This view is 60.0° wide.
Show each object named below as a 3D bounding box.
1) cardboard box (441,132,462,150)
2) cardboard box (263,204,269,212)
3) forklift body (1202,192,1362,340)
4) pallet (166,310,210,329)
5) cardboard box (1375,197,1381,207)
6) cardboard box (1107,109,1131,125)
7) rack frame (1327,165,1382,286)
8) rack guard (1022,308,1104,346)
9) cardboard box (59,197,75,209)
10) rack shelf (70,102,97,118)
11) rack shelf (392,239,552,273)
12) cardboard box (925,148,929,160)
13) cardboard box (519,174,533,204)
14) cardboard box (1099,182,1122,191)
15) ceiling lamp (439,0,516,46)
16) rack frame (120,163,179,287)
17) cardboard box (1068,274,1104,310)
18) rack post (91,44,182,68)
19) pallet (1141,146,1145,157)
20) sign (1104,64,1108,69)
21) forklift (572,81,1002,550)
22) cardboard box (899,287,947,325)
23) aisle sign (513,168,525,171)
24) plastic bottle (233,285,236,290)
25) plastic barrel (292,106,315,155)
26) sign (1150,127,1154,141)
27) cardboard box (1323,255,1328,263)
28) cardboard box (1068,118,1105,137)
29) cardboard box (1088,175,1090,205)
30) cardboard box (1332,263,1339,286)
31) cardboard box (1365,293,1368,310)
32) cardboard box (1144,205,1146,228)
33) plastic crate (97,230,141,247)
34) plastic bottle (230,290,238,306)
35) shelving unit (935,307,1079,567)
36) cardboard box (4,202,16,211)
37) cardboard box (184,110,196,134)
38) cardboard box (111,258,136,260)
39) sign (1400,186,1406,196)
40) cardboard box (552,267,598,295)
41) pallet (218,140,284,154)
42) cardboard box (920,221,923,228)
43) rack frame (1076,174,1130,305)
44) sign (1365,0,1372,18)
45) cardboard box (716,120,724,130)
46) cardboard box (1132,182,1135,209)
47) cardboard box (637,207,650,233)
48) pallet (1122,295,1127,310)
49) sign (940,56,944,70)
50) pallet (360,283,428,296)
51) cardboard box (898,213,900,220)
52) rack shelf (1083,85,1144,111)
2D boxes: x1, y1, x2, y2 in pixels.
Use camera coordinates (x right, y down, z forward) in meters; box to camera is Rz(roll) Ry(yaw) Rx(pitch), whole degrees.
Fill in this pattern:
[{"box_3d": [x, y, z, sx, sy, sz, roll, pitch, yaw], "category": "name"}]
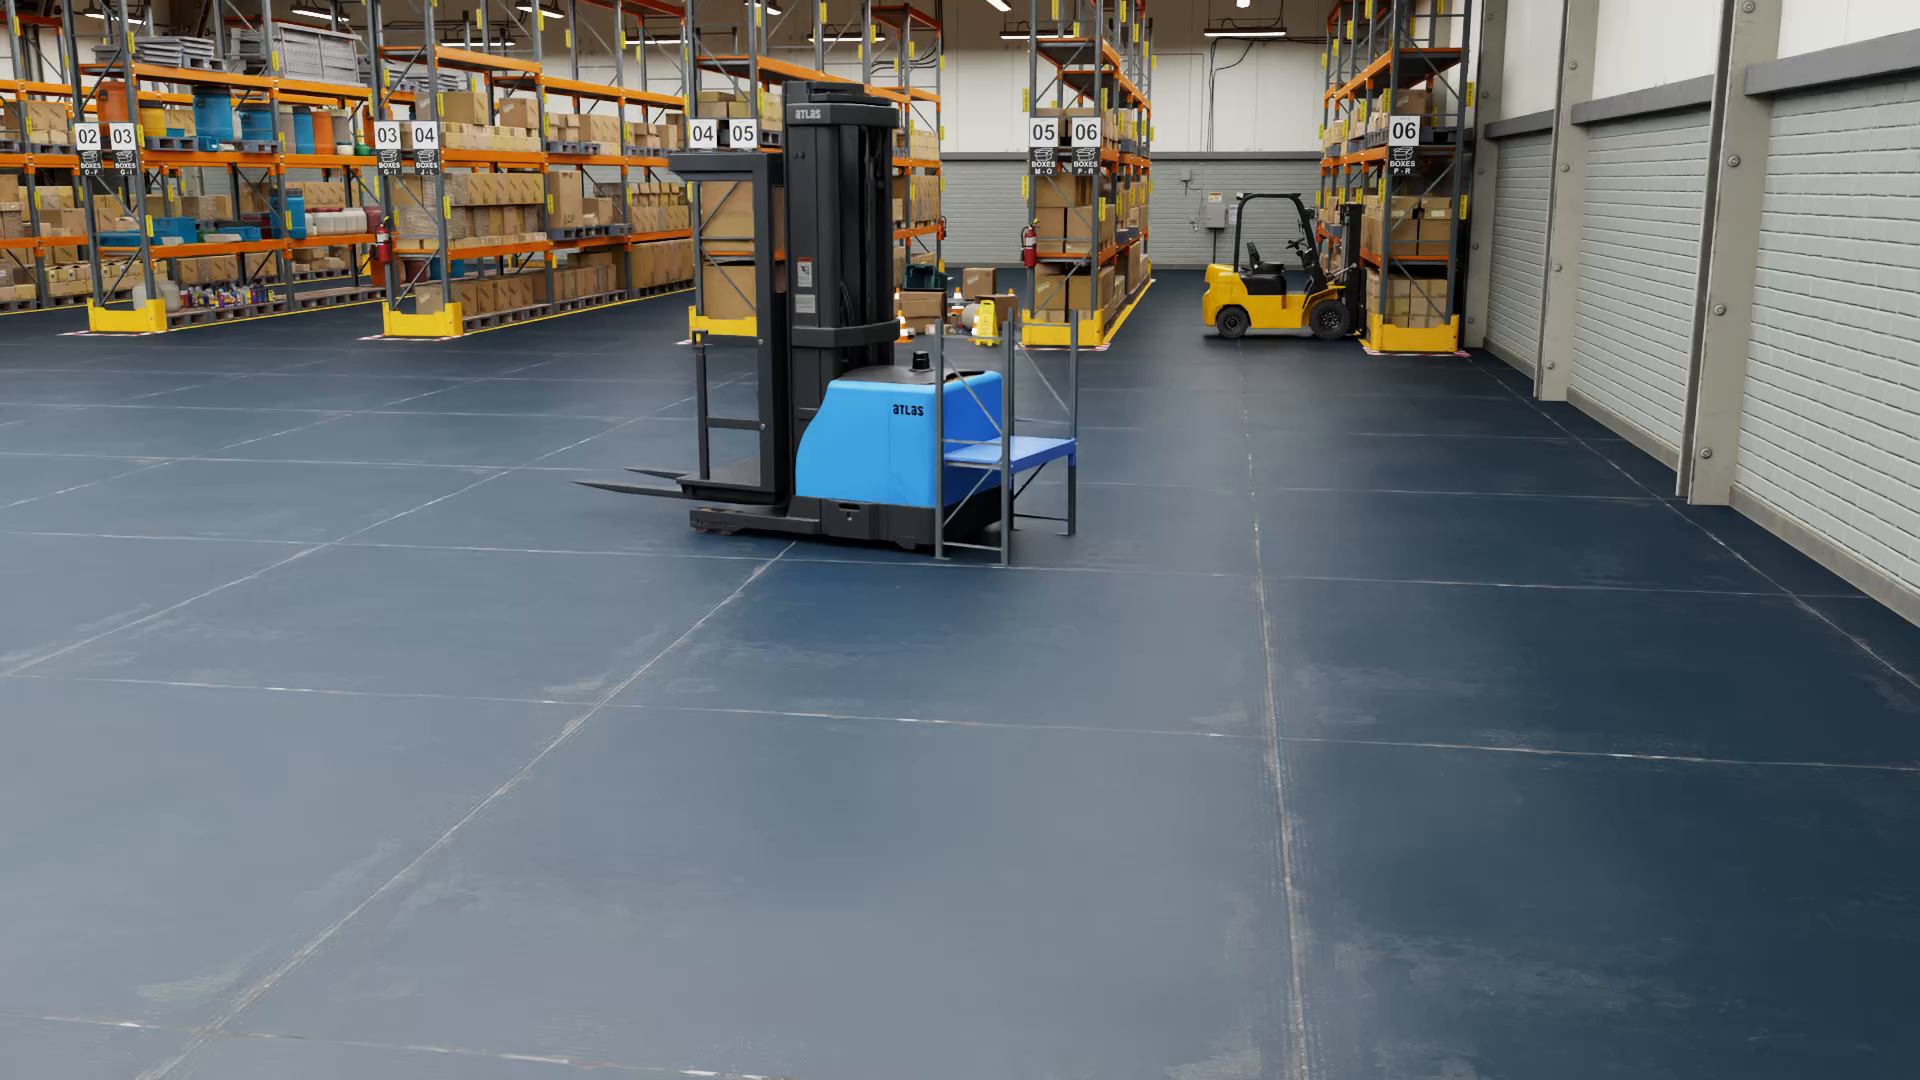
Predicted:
[{"box_3d": [-7.980, -6.113, 25.476, 0.500, 0.250, 0.500, 2, 12, 10], "category": "cardboard box"}, {"box_3d": [-15.905, -7.594, 38.874, 0.500, 0.500, 0.500, 2, 12, 10], "category": "cardboard box"}, {"box_3d": [4.876, -4.186, 25.312, 2.313, 2.155, 1.214, 2, 12, 9], "category": "forklift body"}, {"box_3d": [-13.108, -3.612, 27.252, 1.003, 0.211, 1.213, 2, 12, 9], "category": "pallet"}, {"box_3d": [6.297, -4.955, 24.382, 0.380, 0.149, 0.250, 2, 12, 10], "category": "cardboard box"}, {"box_3d": [2.650, -7.195, 28.313, 0.500, 0.250, 0.500, 2, 12, 7], "category": "cardboard box"}, {"box_3d": [8.233, -6.645, 34.708, 1.000, 3.000, 0.127, 2, 12, 9], "category": "rack frame"}, {"box_3d": [1.494, -3.101, 24.196, 1.175, 0.500, 0.348, 2, 12, 9], "category": "rack guard"}, {"box_3d": [-20.969, -7.708, 38.647, 0.500, 0.500, 0.500, 2, 12, 8], "category": "cardboard box"}, {"box_3d": [-20.840, -10.410, 40.592, 1.077, 0.370, 4.000, 2, 12, 9], "category": "rack shelf"}, {"box_3d": [-8.002, -4.693, 27.357, 1.077, 0.370, 4.000, 2, 12, 9], "category": "rack shelf"}, {"box_3d": [-0.995, -8.746, 37.694, 0.500, 0.250, 0.500, 2, 12, 11], "category": "cardboard box"}, {"box_3d": [-7.568, -5.937, 28.107, 0.500, 0.500, 0.500, 2, 12, 9], "category": "cardboard box"}, {"box_3d": [2.519, -5.943, 27.970, 0.380, 0.149, 0.250, 2, 12, 8], "category": "cardboard box"}, {"box_3d": [-12.753, -14.544, 43.263, 2.000, 3.185, 0.800, 2, 12, 9], "category": "ceiling lamp"}, {"box_3d": [-16.867, -6.615, 34.570, 1.000, 3.000, 0.127, 2, 12, 9], "category": "rack frame"}, {"box_3d": [1.883, -3.699, 24.787, 0.500, 0.500, 0.500, 1, 12, 7], "category": "cardboard box"}, {"box_3d": [-12.962, -7.630, 26.226, 0.937, 0.300, 0.954, 3, 13, 15], "category": "rack post"}, {"box_3d": [3.464, -8.398, 35.933, 1.003, 0.211, 1.213, 2, 12, 9], "category": "pallet"}, {"box_3d": [3.396, -11.124, 38.657, 0.100, 0.325, 0.005, 2, 12, 9], "category": "sign"}, {"box_3d": [-1.263, -1.559, 11.269, 3.031, 2.935, 1.130, 6, 13, 25], "category": "forklift"}, {"box_3d": [-0.614, -3.796, 27.090, 0.797, 0.637, 0.503, 2, 12, 9], "category": "cardboard box"}, {"box_3d": [-11.026, -9.415, 41.389, 0.394, 0.787, 0.004, 2, 12, 9], "category": "aisle sign"}, {"box_3d": [-13.071, -4.451, 29.957, 0.097, 0.271, 0.097, 0, 12, 0], "category": "plastic bottle"}, {"box_3d": [-12.524, -7.718, 31.376, 0.600, 0.901, 0.708, 2, 12, 9], "category": "plastic barrel"}, {"box_3d": [4.477, -9.478, 38.818, 0.100, 0.325, 0.005, 2, 12, 9], "category": "sign"}, {"box_3d": [8.310, -6.053, 36.899, 0.500, 0.500, 0.500, 2, 12, 10], "category": "cardboard box"}, {"box_3d": [1.823, -5.942, 23.974, 0.500, 0.250, 0.500, 2, 12, 8], "category": "cardboard box"}, {"box_3d": [1.715, -5.633, 26.694, 0.700, 0.500, 0.500, 2, 12, 9], "category": "cardboard box"}, {"box_3d": [7.783, -5.320, 33.496, 0.500, 0.500, 0.500, 2, 12, 7], "category": "cardboard box"}, {"box_3d": [6.300, -3.576, 24.811, 0.500, 0.250, 0.500, 2, 12, 7], "category": "cardboard box"}, {"box_3d": [3.902, -7.258, 37.316, 0.500, 0.500, 0.500, 2, 12, 10], "category": "cardboard box"}, {"box_3d": [-13.423, -4.830, 26.638, 0.499, 0.251, 0.616, 2, 12, 9], "category": "plastic crate"}, {"box_3d": [-12.518, -4.172, 28.663, 0.097, 0.271, 0.097, 0, 12, 0], "category": "plastic bottle"}, {"box_3d": [0.309, -0.688, 10.626, 0.538, 1.500, 1.048, 6, 14, 27], "category": "shelving unit"}, {"box_3d": [-17.353, -6.034, 30.094, 0.380, 0.149, 0.250, 2, 12, 7], "category": "cardboard box"}, {"box_3d": [-16.637, -8.922, 35.544, 0.500, 0.500, 0.500, 2, 12, 9], "category": "cardboard box"}, {"box_3d": [-17.238, -5.651, 34.294, 0.500, 0.311, 0.500, 2, 12, 11], "category": "cardboard box"}, {"box_3d": [8.167, -6.361, 30.642, 0.100, 0.325, 0.005, 2, 12, 9], "category": "sign"}, {"box_3d": [-7.316, -4.913, 31.557, 0.700, 0.500, 0.500, 3, 13, 13], "category": "cardboard box"}, {"box_3d": [-12.603, -6.842, 28.950, 1.213, 0.211, 1.003, 2, 12, 9], "category": "pallet"}, {"box_3d": [-1.058, -7.146, 37.627, 0.380, 0.149, 0.250, 2, 12, 11], "category": "cardboard box"}, {"box_3d": [2.713, -5.973, 31.587, 1.000, 3.000, 0.127, 2, 12, 9], "category": "rack frame"}, {"box_3d": [6.465, -8.423, 26.312, 0.100, 0.325, 0.005, 2, 12, 9], "category": "sign"}, {"box_3d": [-3.708, -6.124, 24.534, 0.380, 0.149, 0.250, 2, 12, 9], "category": "cardboard box"}, {"box_3d": [3.192, -6.816, 32.889, 0.500, 0.500, 0.500, 2, 12, 10], "category": "cardboard box"}, {"box_3d": [-6.659, -6.542, 33.993, 0.500, 0.500, 0.500, 2, 12, 7], "category": "cardboard box"}, {"box_3d": [2.591, -4.447, 31.126, 1.003, 0.211, 1.213, 2, 12, 9], "category": "pallet"}, {"box_3d": [-0.418, -11.222, 39.111, 0.100, 0.325, 0.005, 2, 12, 9], "category": "sign"}, {"box_3d": [-11.893, -5.256, 34.883, 1.003, 0.211, 1.213, 2, 12, 9], "category": "pallet"}, {"box_3d": [-1.484, -6.884, 35.415, 0.380, 0.149, 0.250, 2, 12, 9], "category": "cardboard box"}, {"box_3d": [3.020, -8.774, 33.005, 1.077, 0.370, 4.000, 2, 12, 9], "category": "rack shelf"}]
